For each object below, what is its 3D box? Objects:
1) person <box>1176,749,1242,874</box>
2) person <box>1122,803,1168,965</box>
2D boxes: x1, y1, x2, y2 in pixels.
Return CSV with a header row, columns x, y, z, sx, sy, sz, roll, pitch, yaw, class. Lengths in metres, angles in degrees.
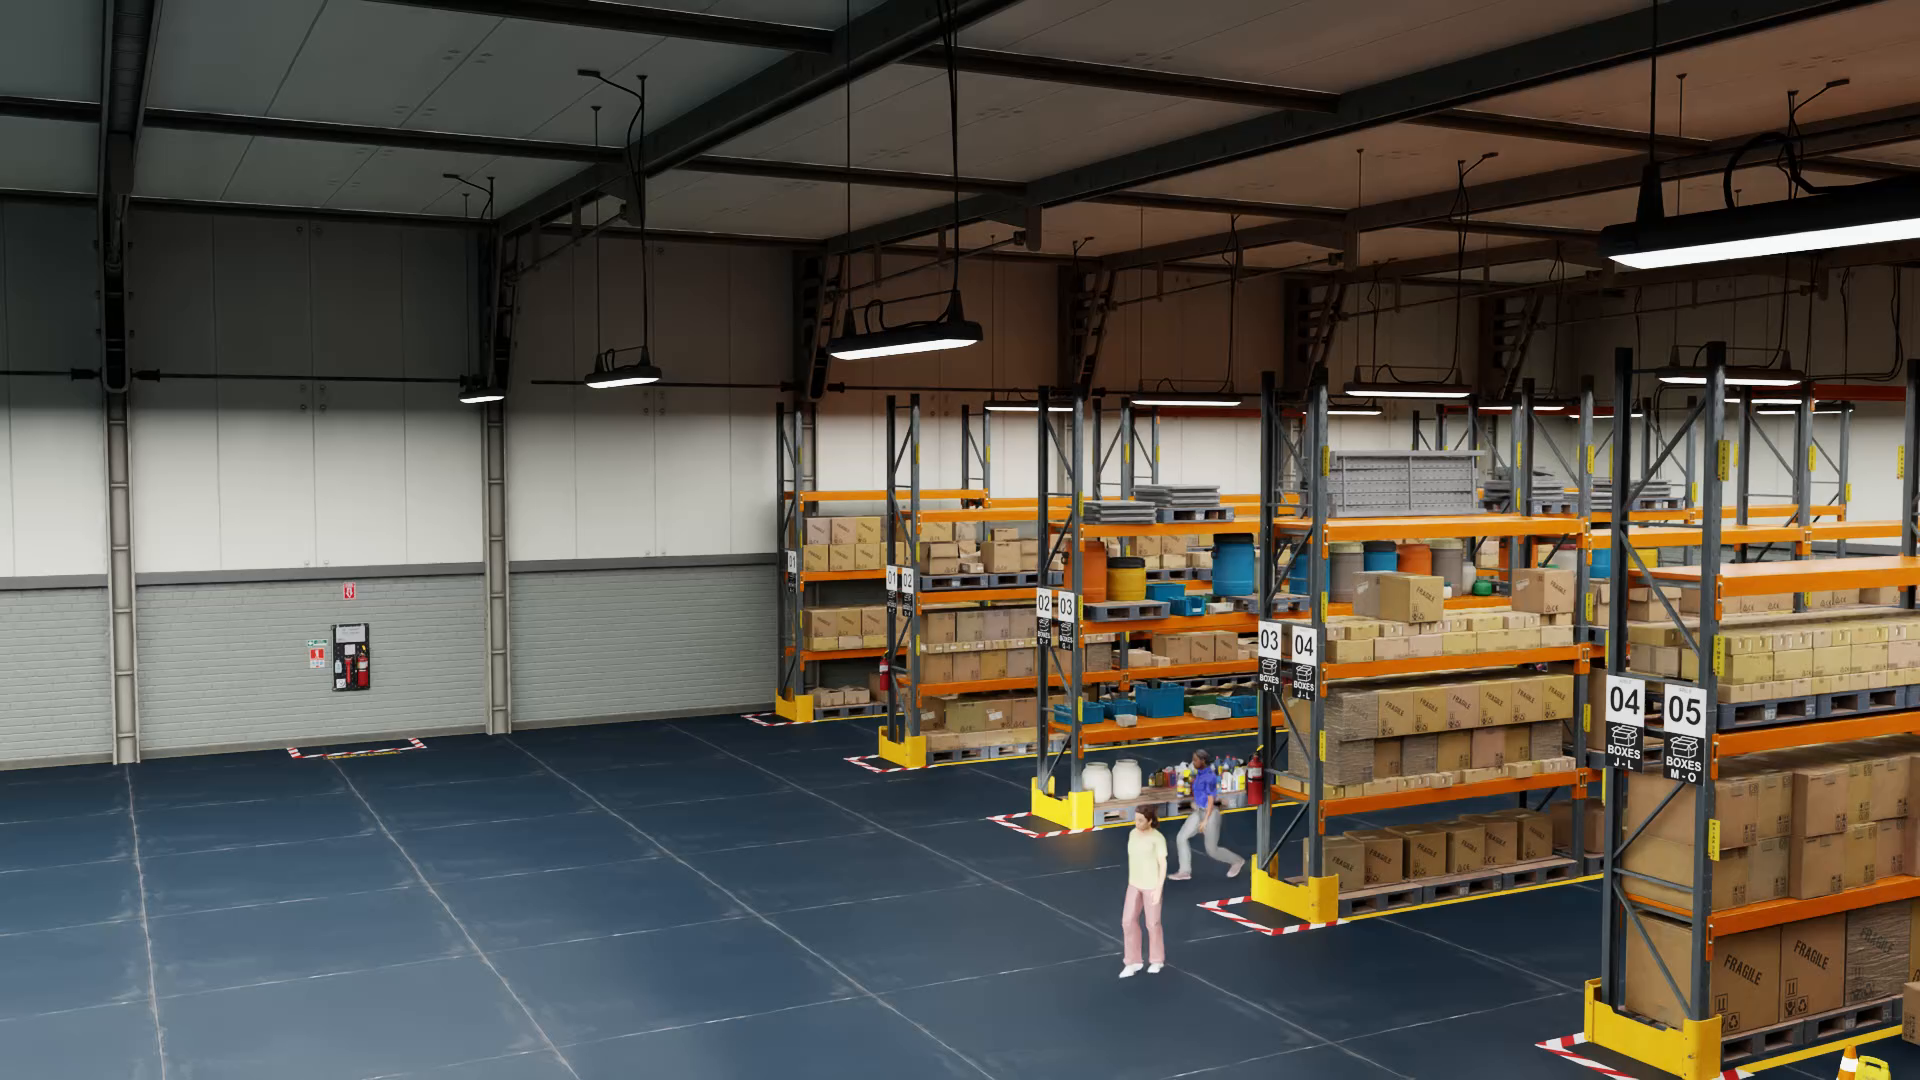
x,y,z,sx,sy,sz,roll,pitch,yaw,class
2.966,3.239,19.843,0.777,1.467,0.437,-1,3,-20,person
1.840,3.357,16.259,0.496,1.602,0.424,3,4,42,person
